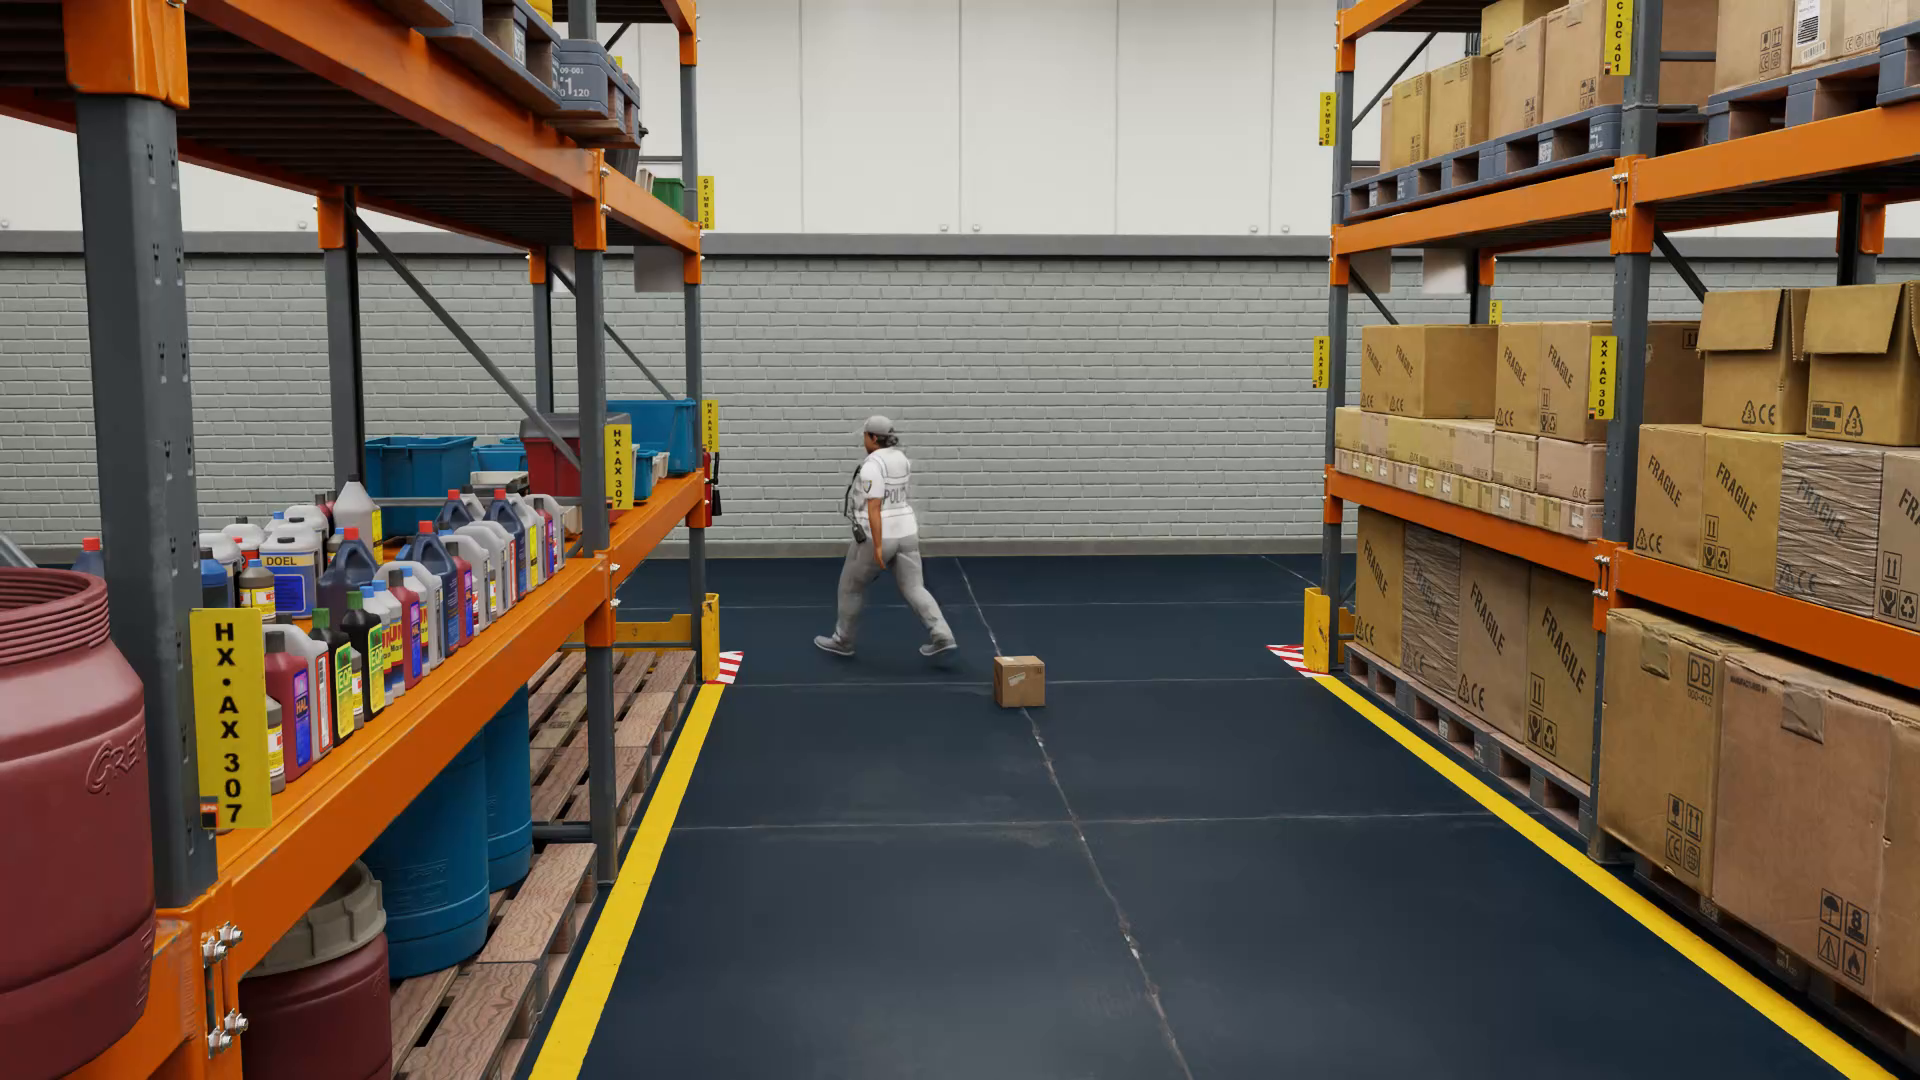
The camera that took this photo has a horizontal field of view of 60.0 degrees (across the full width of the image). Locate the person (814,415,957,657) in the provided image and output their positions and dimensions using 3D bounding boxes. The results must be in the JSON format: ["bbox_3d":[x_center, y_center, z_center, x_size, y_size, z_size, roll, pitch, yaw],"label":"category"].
[{"bbox_3d":[-0.498,-0.010,10.890,1.065,1.611,0.481,6,9,40],"label":"person"}]
